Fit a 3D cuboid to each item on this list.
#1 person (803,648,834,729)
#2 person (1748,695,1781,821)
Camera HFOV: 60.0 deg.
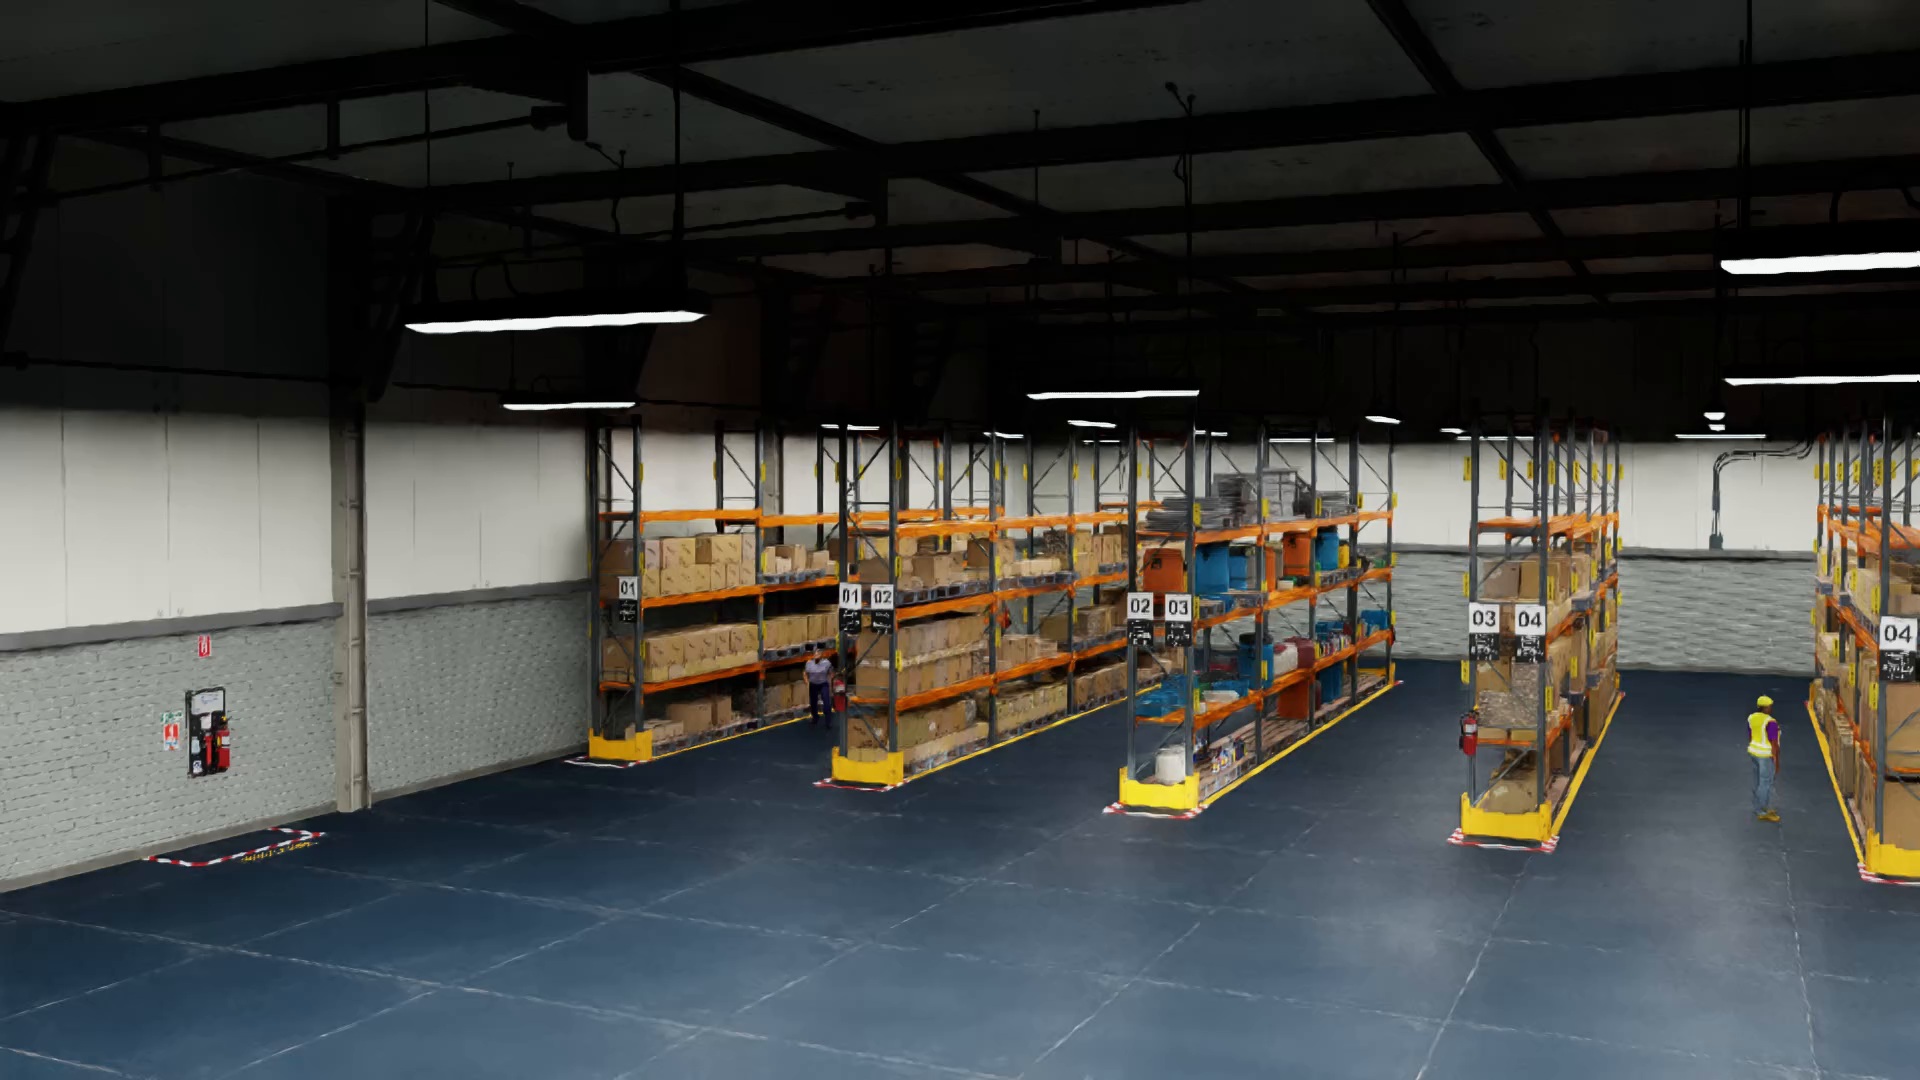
[{"bbox_3d":[-2.717,2.870,32.427,0.655,1.578,0.824,0,2,7],"label":"person"},{"bbox_3d":[11.630,3.114,23.961,0.452,1.768,0.632,0,2,-7],"label":"person"}]
